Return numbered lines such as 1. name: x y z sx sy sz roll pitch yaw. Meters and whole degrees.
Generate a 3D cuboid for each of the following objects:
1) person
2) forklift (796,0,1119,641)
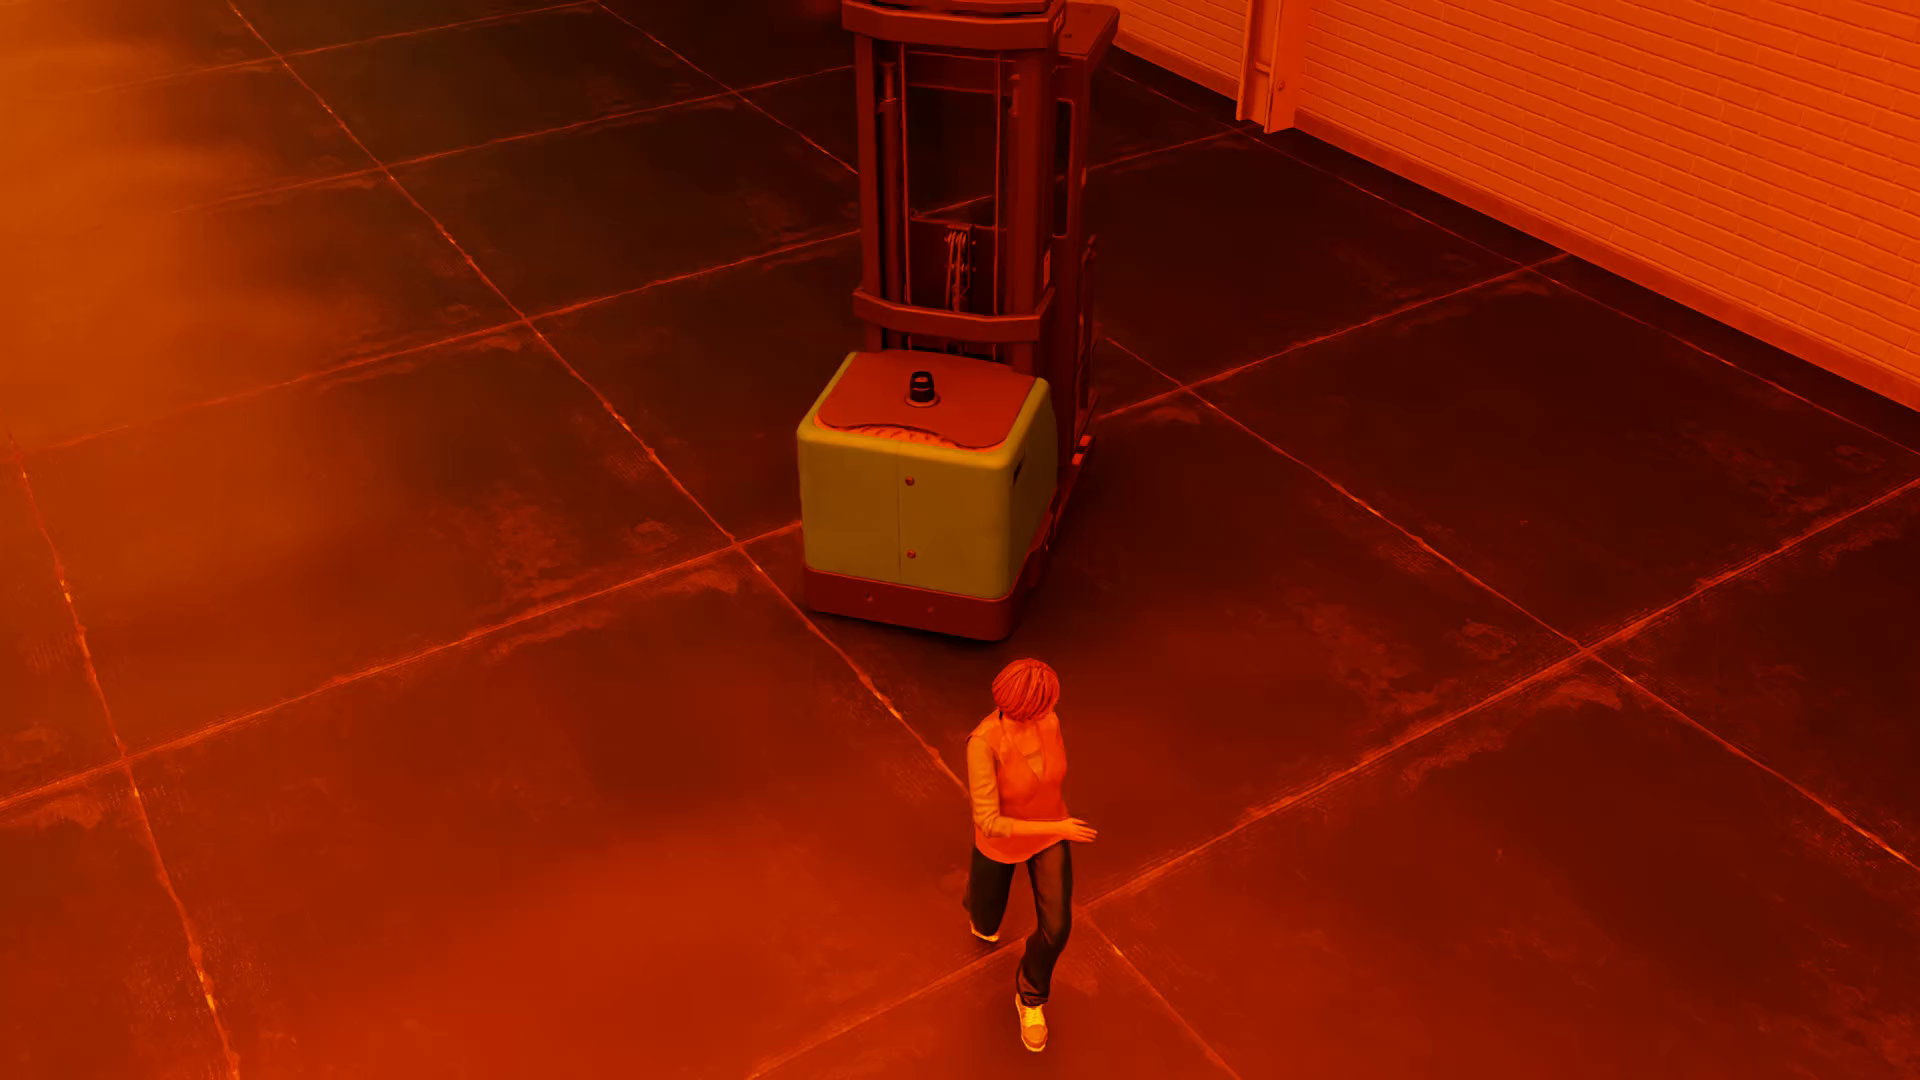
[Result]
1. person: 0.222 1.039 5.928 0.451 1.516 0.758 -10 36 -14
2. forklift: 0.129 -1.565 8.375 1.130 2.935 3.031 9 36 13
